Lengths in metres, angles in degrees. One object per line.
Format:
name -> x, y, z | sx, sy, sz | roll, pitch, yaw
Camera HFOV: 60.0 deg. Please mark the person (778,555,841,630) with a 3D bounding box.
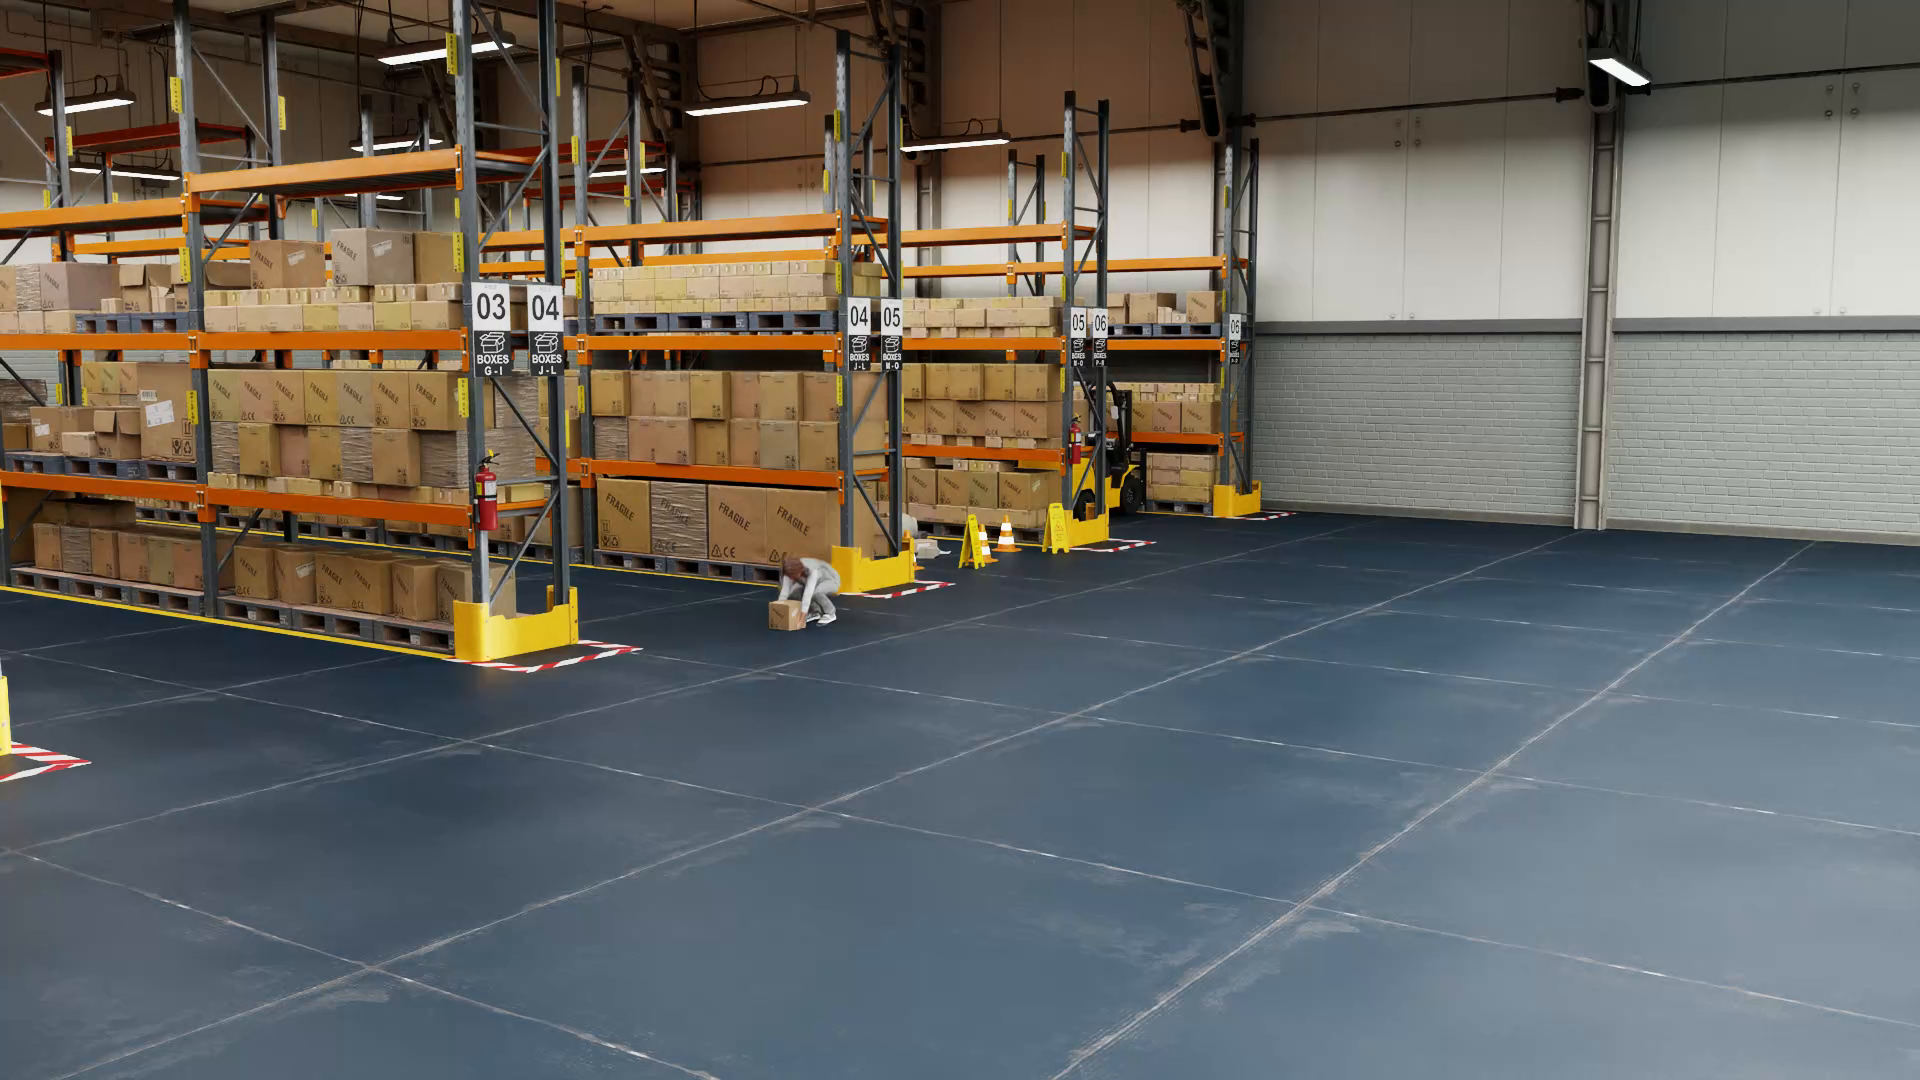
person -> -1.464, 0.497, 16.095 | 0.434, 0.757, 0.831 | 4, 8, 33
